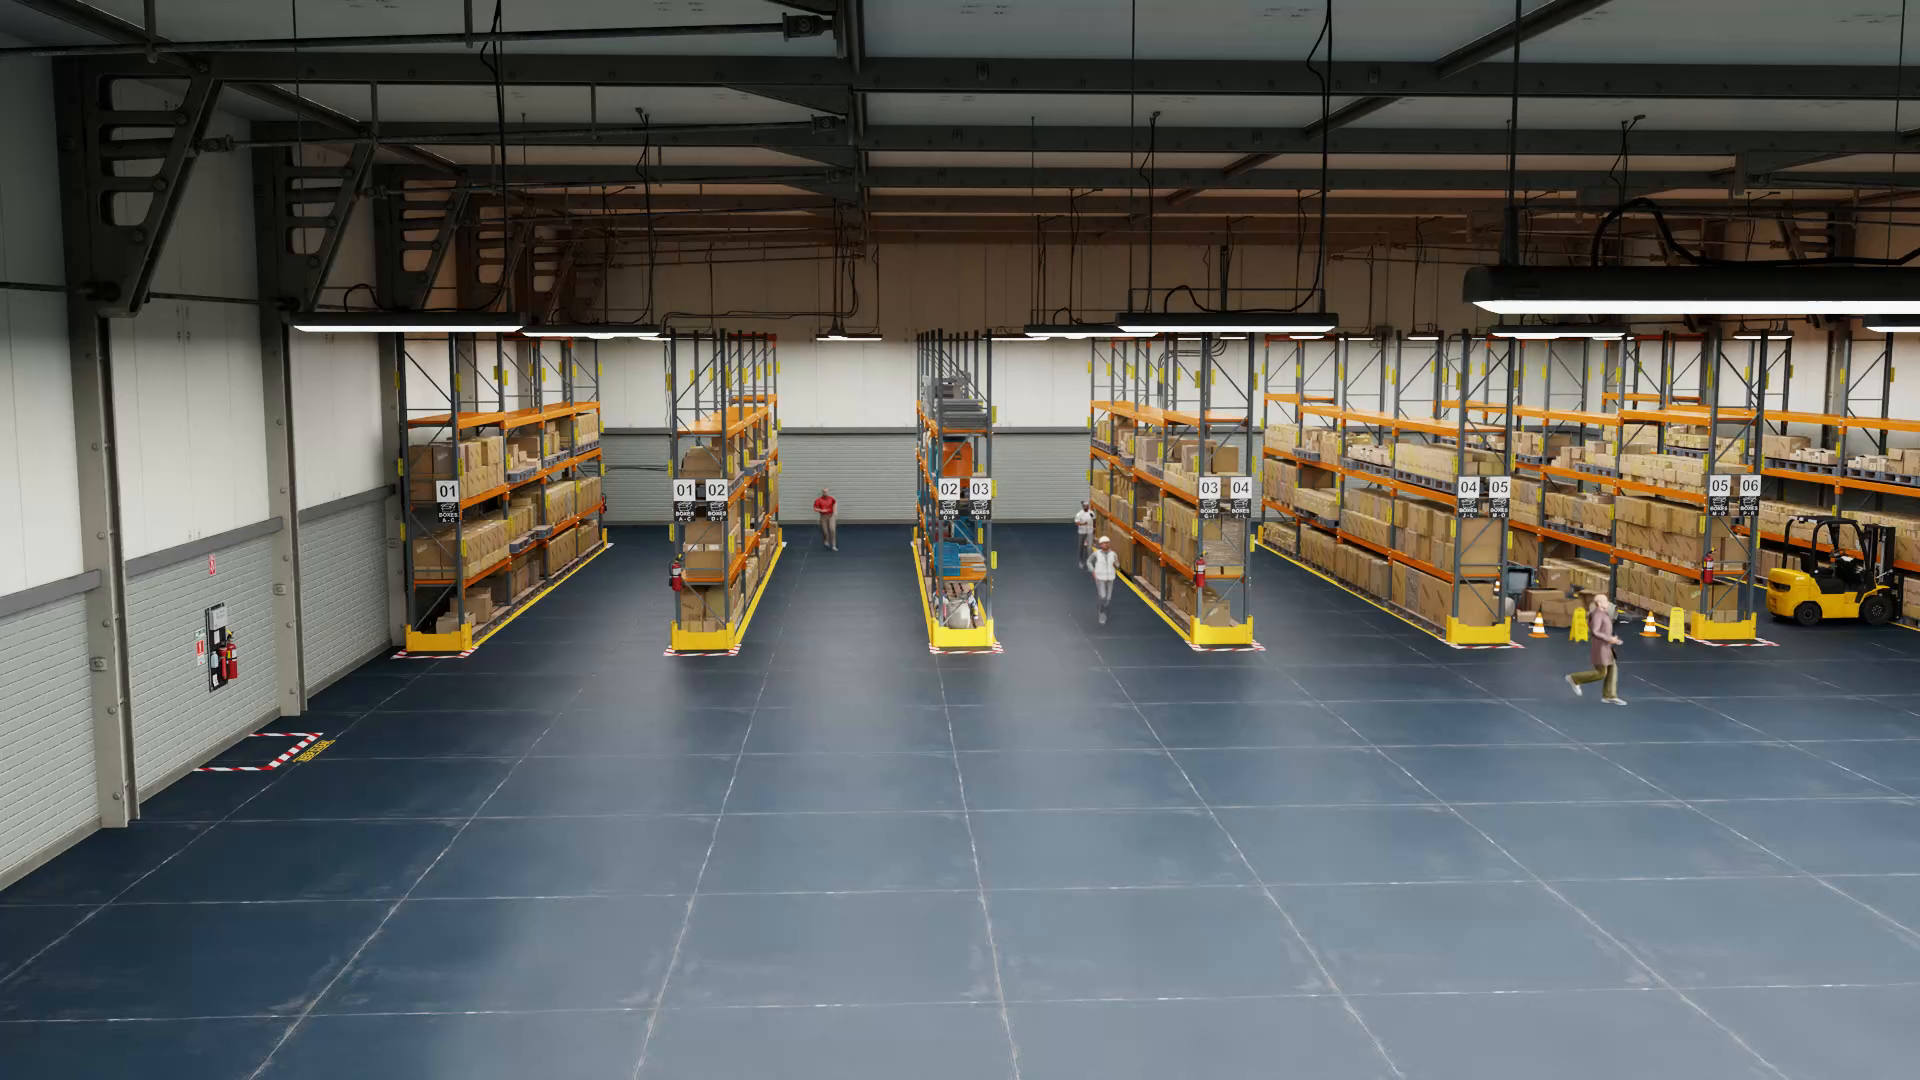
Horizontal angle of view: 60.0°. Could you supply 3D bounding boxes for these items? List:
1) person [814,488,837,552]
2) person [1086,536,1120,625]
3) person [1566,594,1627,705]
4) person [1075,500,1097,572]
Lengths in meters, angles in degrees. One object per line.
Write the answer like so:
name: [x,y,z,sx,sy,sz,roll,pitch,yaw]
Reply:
person: [-3.738,-0.579,46.339,0.673,1.743,0.966,-2,7,-15]
person: [2.966,0.833,34.068,0.636,1.819,0.708,-2,7,-15]
person: [10.177,1.738,26.512,0.923,1.764,0.711,3,8,27]
person: [3.057,-0.133,40.351,0.566,1.719,0.876,-1,7,-5]
